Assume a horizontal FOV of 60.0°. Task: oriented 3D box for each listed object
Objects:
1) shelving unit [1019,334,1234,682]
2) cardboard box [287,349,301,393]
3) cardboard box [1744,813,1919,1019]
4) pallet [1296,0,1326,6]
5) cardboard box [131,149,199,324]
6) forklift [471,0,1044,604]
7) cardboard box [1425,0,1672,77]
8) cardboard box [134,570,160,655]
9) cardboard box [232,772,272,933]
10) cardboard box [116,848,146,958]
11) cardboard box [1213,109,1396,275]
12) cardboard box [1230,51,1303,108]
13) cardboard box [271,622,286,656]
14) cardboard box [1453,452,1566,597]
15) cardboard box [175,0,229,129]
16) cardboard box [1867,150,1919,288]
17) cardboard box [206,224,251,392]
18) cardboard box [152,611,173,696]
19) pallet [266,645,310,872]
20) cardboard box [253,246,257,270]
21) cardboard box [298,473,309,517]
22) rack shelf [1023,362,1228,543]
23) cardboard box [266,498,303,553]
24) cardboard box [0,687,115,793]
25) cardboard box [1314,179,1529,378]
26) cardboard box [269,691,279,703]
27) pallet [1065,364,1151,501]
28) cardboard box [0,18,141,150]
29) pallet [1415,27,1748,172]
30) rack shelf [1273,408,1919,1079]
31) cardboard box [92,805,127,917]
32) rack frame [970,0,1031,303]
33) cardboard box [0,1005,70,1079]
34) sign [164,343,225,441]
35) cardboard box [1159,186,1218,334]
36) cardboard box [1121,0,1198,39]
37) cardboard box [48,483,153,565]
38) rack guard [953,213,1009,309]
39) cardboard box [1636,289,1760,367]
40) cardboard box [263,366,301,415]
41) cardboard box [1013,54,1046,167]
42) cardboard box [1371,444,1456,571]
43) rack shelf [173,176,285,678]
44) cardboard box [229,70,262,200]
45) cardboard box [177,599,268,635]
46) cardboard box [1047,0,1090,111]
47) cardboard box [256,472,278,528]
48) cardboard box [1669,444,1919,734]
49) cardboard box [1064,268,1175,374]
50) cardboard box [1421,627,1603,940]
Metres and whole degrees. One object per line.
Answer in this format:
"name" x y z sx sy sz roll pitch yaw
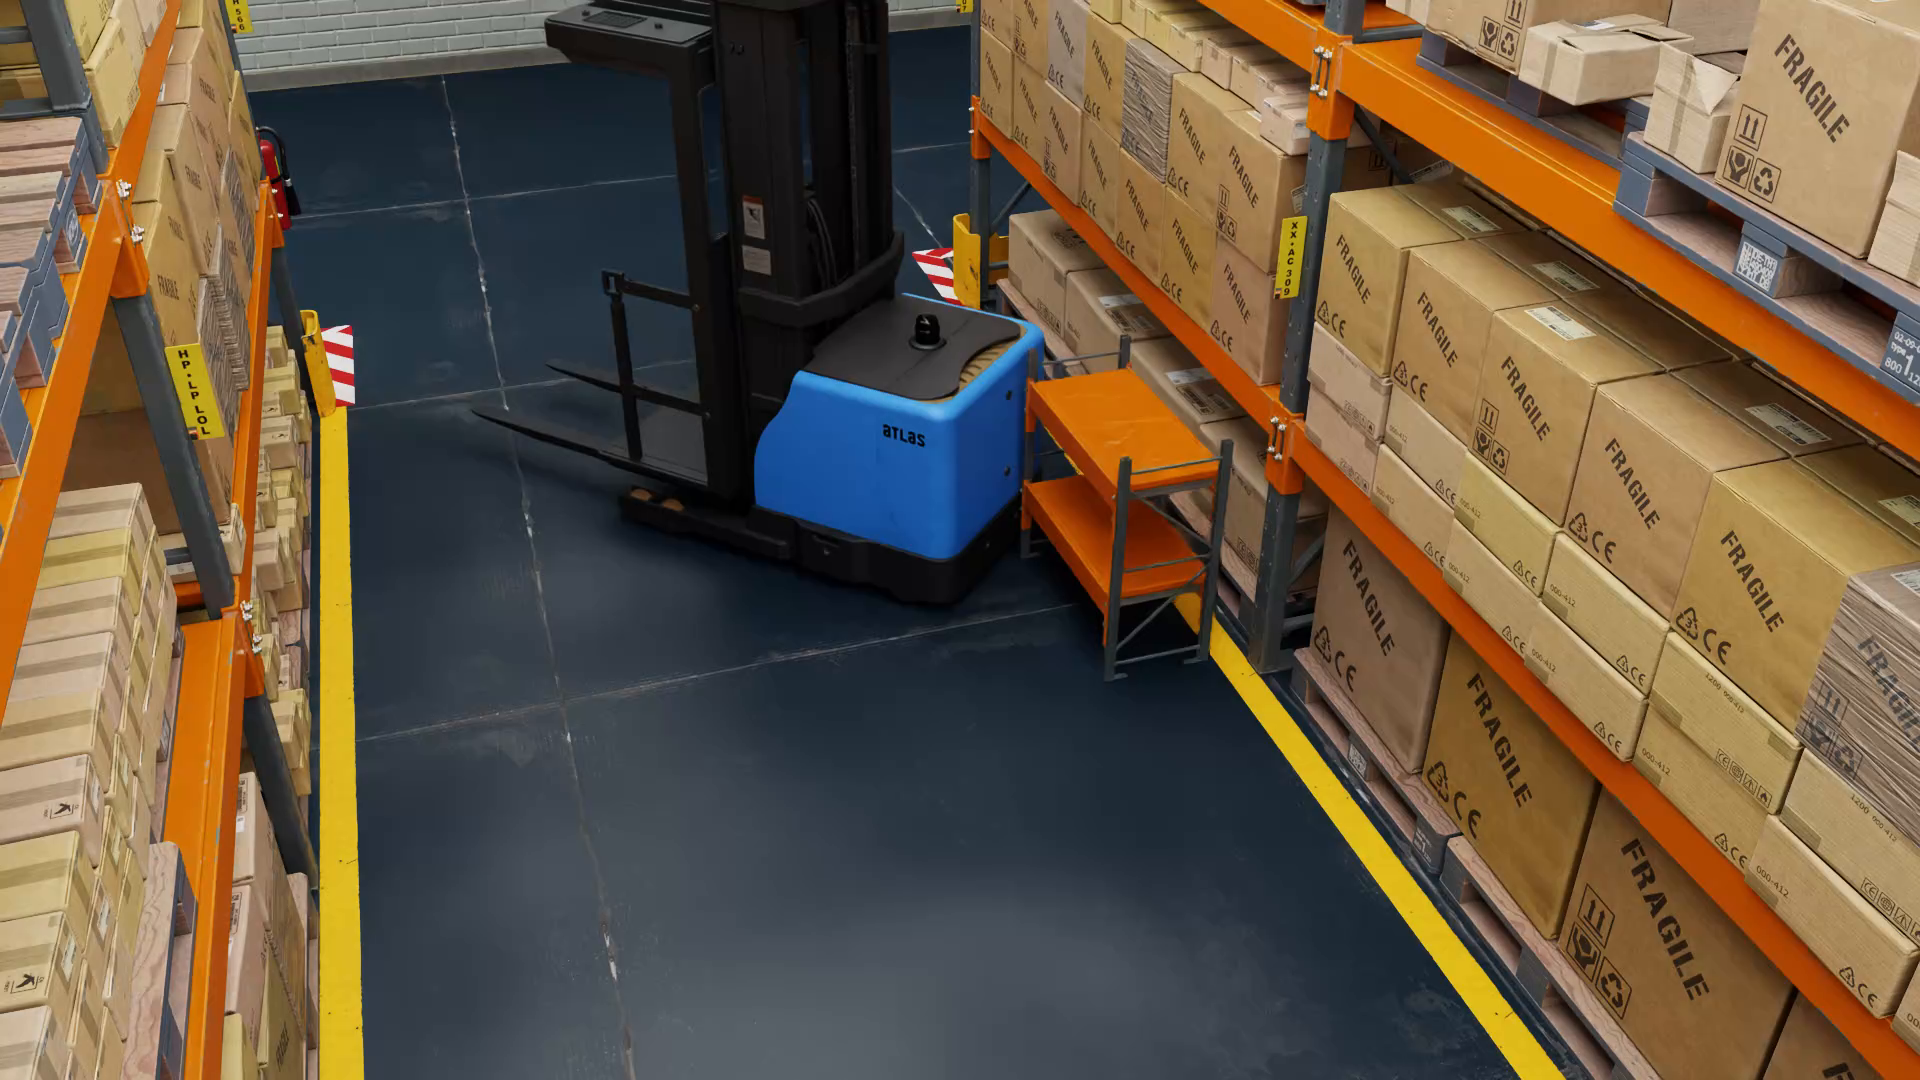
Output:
"shelving unit" 0.705 -0.162 7.465 0.538 1.125 1.048 -10 35 -17
"cardboard box" -3.694 -0.860 8.766 0.380 0.149 0.250 -11 35 -16
"cardboard box" 2.425 0.910 4.288 0.500 0.250 0.500 -9 35 -14
"pallet" 1.537 -2.411 6.537 1.003 0.211 1.213 -10 35 -15
"cardboard box" -2.984 -1.010 5.790 0.500 0.500 0.500 -11 35 -16
"forklift" -1.130 -1.498 7.858 3.031 2.935 1.130 17 37 23
"cardboard box" 1.770 -1.722 4.942 0.500 0.500 0.500 -11 35 -16
"cardboard box" -2.515 0.240 4.743 0.380 0.149 0.250 -10 35 -14
"cardboard box" -2.438 1.024 5.186 0.500 0.250 0.500 -11 35 -16
"cardboard box" -2.196 0.909 4.001 0.380 0.149 0.250 -9 34 -13
"cardboard box" 1.370 -1.425 6.688 0.500 0.500 0.500 -10 35 -15
"cardboard box" 1.336 -1.892 6.806 0.380 0.149 0.250 -10 35 -15
"cardboard box" -3.043 0.503 6.973 0.380 0.149 0.250 -11 35 -16
"cardboard box" 1.957 -0.094 5.354 0.500 0.250 0.500 -10 35 -14
"cardboard box" -3.595 -2.098 7.437 0.500 0.500 0.500 -11 35 -16
"cardboard box" 2.244 -0.700 3.608 0.396 0.266 0.258 -11 35 -16
"cardboard box" -3.094 -0.877 6.495 0.500 0.500 0.500 -11 35 -16
"cardboard box" -2.517 0.362 4.829 0.380 0.149 0.250 -10 35 -14
"pallet" -3.145 0.937 6.640 1.003 0.211 1.213 -10 35 -15
"cardboard box" -3.527 -1.355 7.808 0.380 0.149 0.250 -9 35 -13
"cardboard box" -3.368 -0.202 8.040 0.380 0.149 0.250 -12 35 -17
"rack shelf" 0.710 -0.407 7.305 0.538 0.278 1.000 -10 35 -17
"cardboard box" -3.192 -0.040 7.526 0.380 0.149 0.250 -10 35 -14
"cardboard box" -2.286 0.524 4.043 0.380 0.149 0.250 -11 35 -16
"cardboard box" 1.638 -0.944 5.961 0.500 0.500 0.500 -10 35 -14
"cardboard box" -2.875 0.649 6.483 0.380 0.149 0.250 -10 35 -14
"pallet" 1.244 -0.656 9.051 1.003 0.211 1.213 -10 35 -15
"cardboard box" -2.796 -1.356 4.996 0.500 0.250 0.500 -8 34 -12
"pallet" 2.104 -1.463 5.197 0.805 0.209 1.217 -11 35 -17
"rack shelf" 2.387 0.585 5.296 1.077 0.370 4.000 -10 35 -15
"cardboard box" -2.191 0.793 3.906 0.380 0.149 0.250 -10 35 -15
"rack frame" 0.557 -2.865 9.865 1.000 3.000 0.127 -10 35 -15
"cardboard box" -1.962 1.076 3.208 0.380 0.149 0.250 -8 34 -13
"sign" -2.379 -0.458 5.172 0.100 0.325 0.005 -10 35 -15
"cardboard box" 1.230 -1.276 7.370 0.500 0.500 0.500 -11 35 -16
"cardboard box" 0.961 -2.411 7.592 0.380 0.149 0.250 -10 35 -15
"cardboard box" -2.598 -0.020 4.867 0.380 0.149 0.250 -8 34 -13
"rack guard" 0.550 -1.835 10.573 1.175 0.500 0.348 -10 35 -15
"cardboard box" 2.453 -0.492 5.275 0.500 0.500 0.500 -9 35 -13
"cardboard box" -3.502 -0.722 8.287 0.380 0.149 0.250 -11 35 -16
"cardboard box" 0.611 -2.346 8.988 0.500 0.500 0.500 -10 35 -15
"cardboard box" 1.819 -0.155 5.901 0.500 0.250 0.500 -11 35 -16
"rack shelf" -3.516 -0.629 7.134 1.077 0.370 4.000 -10 35 -15
"cardboard box" -3.744 -1.953 8.124 0.500 0.500 0.500 -9 35 -14
"cardboard box" -2.966 0.392 6.602 0.380 0.149 0.250 -10 35 -15
"cardboard box" 0.761 -2.485 8.292 0.500 0.500 0.500 -10 35 -15
"cardboard box" -3.266 -0.154 7.427 0.380 0.149 0.250 -10 35 -14
"cardboard box" 2.281 0.119 4.351 0.500 0.500 0.500 -10 35 -15
"cardboard box" 1.141 -1.162 9.232 0.875 0.438 0.875 -9 35 -13
"cardboard box" 2.325 0.731 5.969 0.875 0.875 0.875 -9 35 -13
